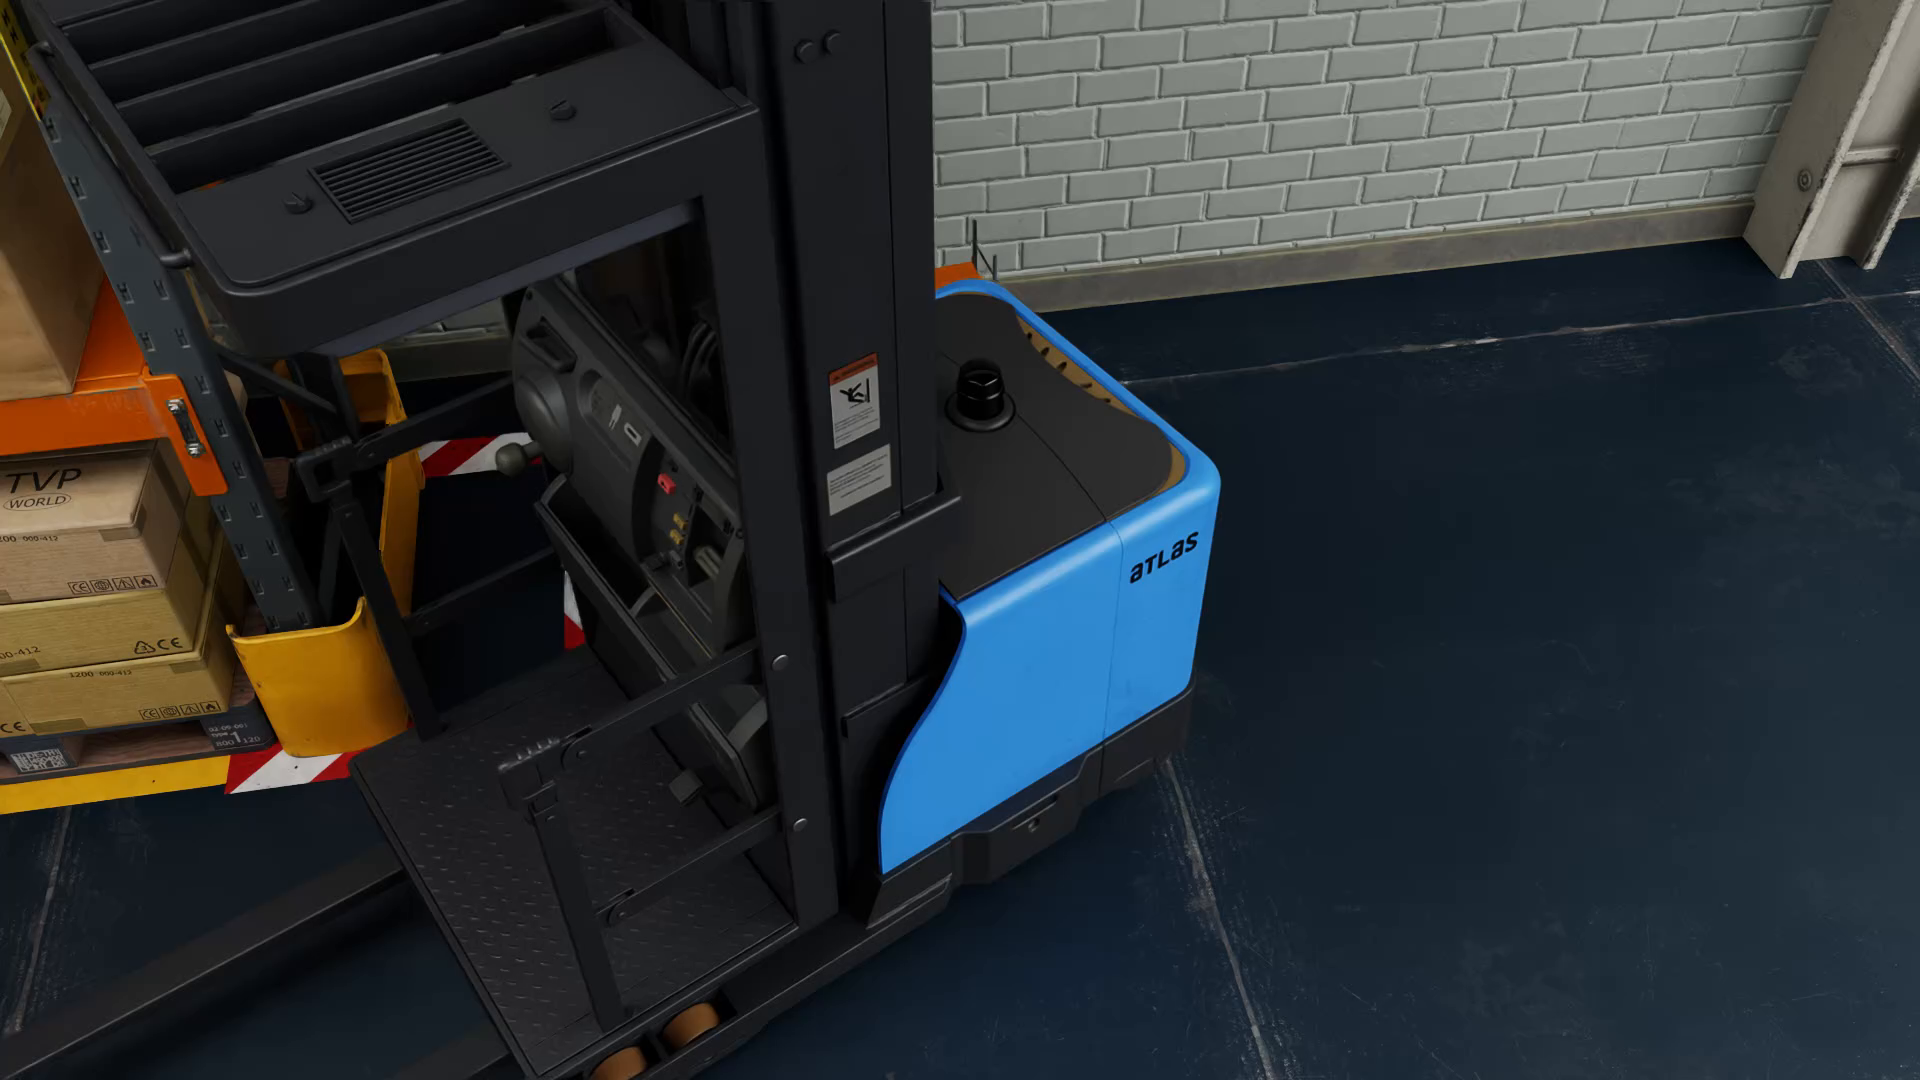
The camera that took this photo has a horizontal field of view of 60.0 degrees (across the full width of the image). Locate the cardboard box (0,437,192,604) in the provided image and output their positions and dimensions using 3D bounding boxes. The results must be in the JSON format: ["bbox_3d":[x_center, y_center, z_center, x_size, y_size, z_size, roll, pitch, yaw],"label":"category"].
[{"bbox_3d":[-2.258,-0.116,4.202,0.500,0.250,0.500,-6,46,-5],"label":"cardboard box"}]

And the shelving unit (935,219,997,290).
[{"bbox_3d":[-0.042,-0.428,4.927,0.252,1.050,0.215,-13,45,-12],"label":"shelving unit"}]

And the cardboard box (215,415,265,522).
[{"bbox_3d":[-2.375,-0.125,4.906,0.500,0.250,0.500,-7,46,-7],"label":"cardboard box"}]

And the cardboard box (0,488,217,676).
[{"bbox_3d":[-2.284,0.061,4.379,0.500,0.250,0.500,-8,47,-7],"label":"cardboard box"}]

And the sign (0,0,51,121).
[{"bbox_3d":[-1.779,-0.952,3.116,0.005,0.325,0.100,-7,46,-7],"label":"sign"}]

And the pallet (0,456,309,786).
[{"bbox_3d":[-2.604,0.236,4.876,1.213,0.211,1.003,-7,46,-7],"label":"pallet"}]

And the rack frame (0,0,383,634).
[{"bbox_3d":[-1.858,-0.855,3.991,0.127,3.000,1.000,-7,46,-7],"label":"rack frame"}]

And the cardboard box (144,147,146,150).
[{"bbox_3d":[-2.393,-1.026,4.086,0.500,0.500,0.500,-6,46,-5],"label":"cardboard box"}]

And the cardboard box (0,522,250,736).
[{"bbox_3d":[-2.267,0.235,4.558,0.500,0.250,0.500,-7,46,-7],"label":"cardboard box"}]

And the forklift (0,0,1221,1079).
[{"bbox_3d":[-0.855,-0.094,3.305,3.031,2.935,1.130,-28,52,-24],"label":"forklift"}]

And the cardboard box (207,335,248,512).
[{"bbox_3d":[-2.356,-0.310,4.736,0.500,0.250,0.500,-6,46,-6],"label":"cardboard box"}]

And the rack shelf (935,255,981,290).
[{"bbox_3d":[-0.045,-0.626,4.738,0.240,0.259,0.215,-13,45,-12],"label":"rack shelf"}]

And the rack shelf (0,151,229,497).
[{"bbox_3d":[-3.828,-0.360,4.013,4.000,0.370,1.077,-7,46,-7],"label":"rack shelf"}]

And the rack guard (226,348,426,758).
[{"bbox_3d":[-1.834,0.009,4.894,0.348,0.500,1.175,-7,46,-7],"label":"rack guard"}]

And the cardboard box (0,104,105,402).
[{"bbox_3d":[-2.298,-0.643,3.717,0.500,0.500,0.500,-8,47,-8],"label":"cardboard box"}]

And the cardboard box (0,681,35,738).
[{"bbox_3d":[-2.758,0.289,4.506,0.500,0.250,0.500,-7,46,-7],"label":"cardboard box"}]

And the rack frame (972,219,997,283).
[{"bbox_3d":[0.075,-0.455,4.953,0.008,1.050,0.200,-13,45,-12],"label":"rack frame"}]

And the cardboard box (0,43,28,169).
[{"bbox_3d":[-2.151,-0.874,3.489,0.250,0.149,0.380,-6,46,-6],"label":"cardboard box"}]

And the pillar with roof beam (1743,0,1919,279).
[{"bbox_3d":[3.949,-1.173,0.131,0.400,9.000,9.100,-7,46,-7],"label":"pillar with roof beam"}]

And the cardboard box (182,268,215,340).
[{"bbox_3d":[-2.363,-0.469,4.542,0.500,0.250,0.500,-8,47,-7],"label":"cardboard box"}]
